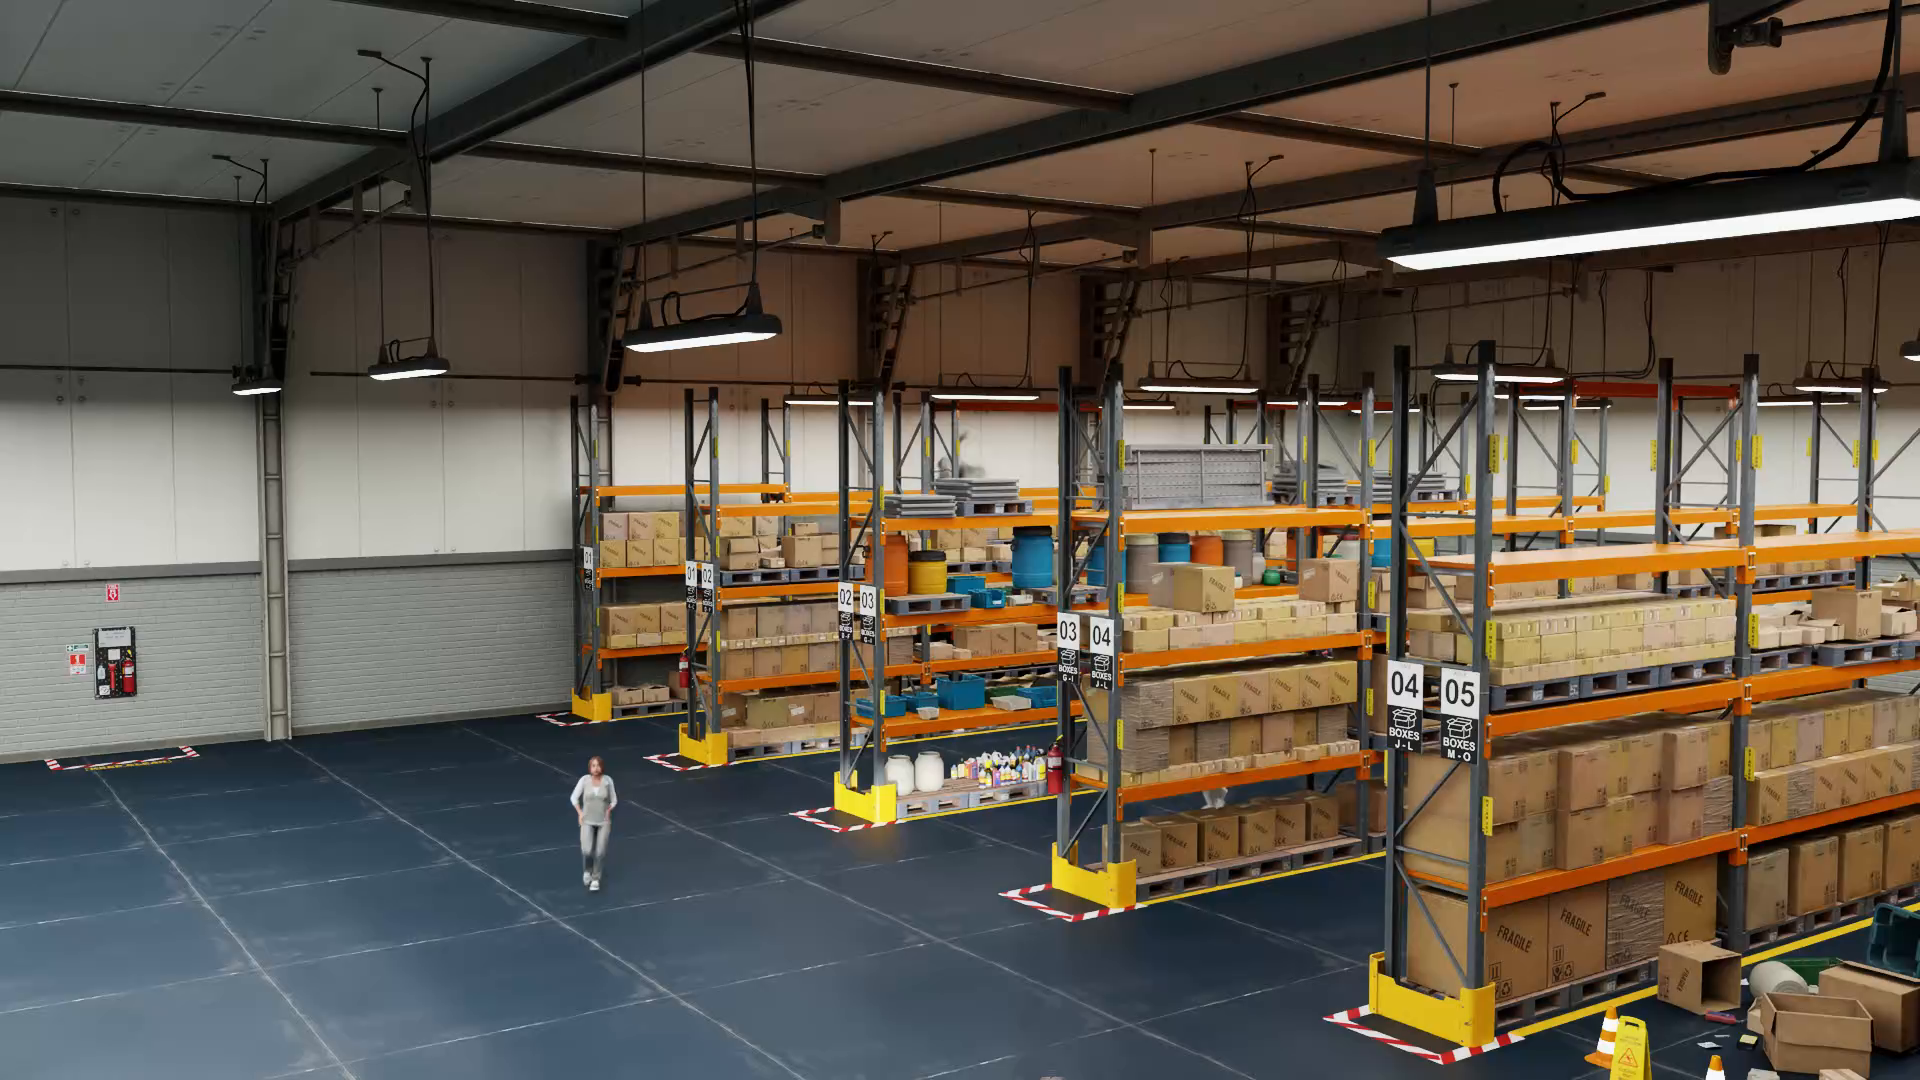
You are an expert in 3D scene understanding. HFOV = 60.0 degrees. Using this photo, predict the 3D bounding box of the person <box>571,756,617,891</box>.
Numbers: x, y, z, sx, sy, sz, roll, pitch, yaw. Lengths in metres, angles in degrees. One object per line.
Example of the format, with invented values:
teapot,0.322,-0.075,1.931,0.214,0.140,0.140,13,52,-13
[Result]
person,-4.156,3.239,18.932,0.514,1.554,0.521,-1,4,-15

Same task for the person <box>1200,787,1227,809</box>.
person,3.385,2.909,22.979,0.618,1.744,0.716,-3,5,-40
